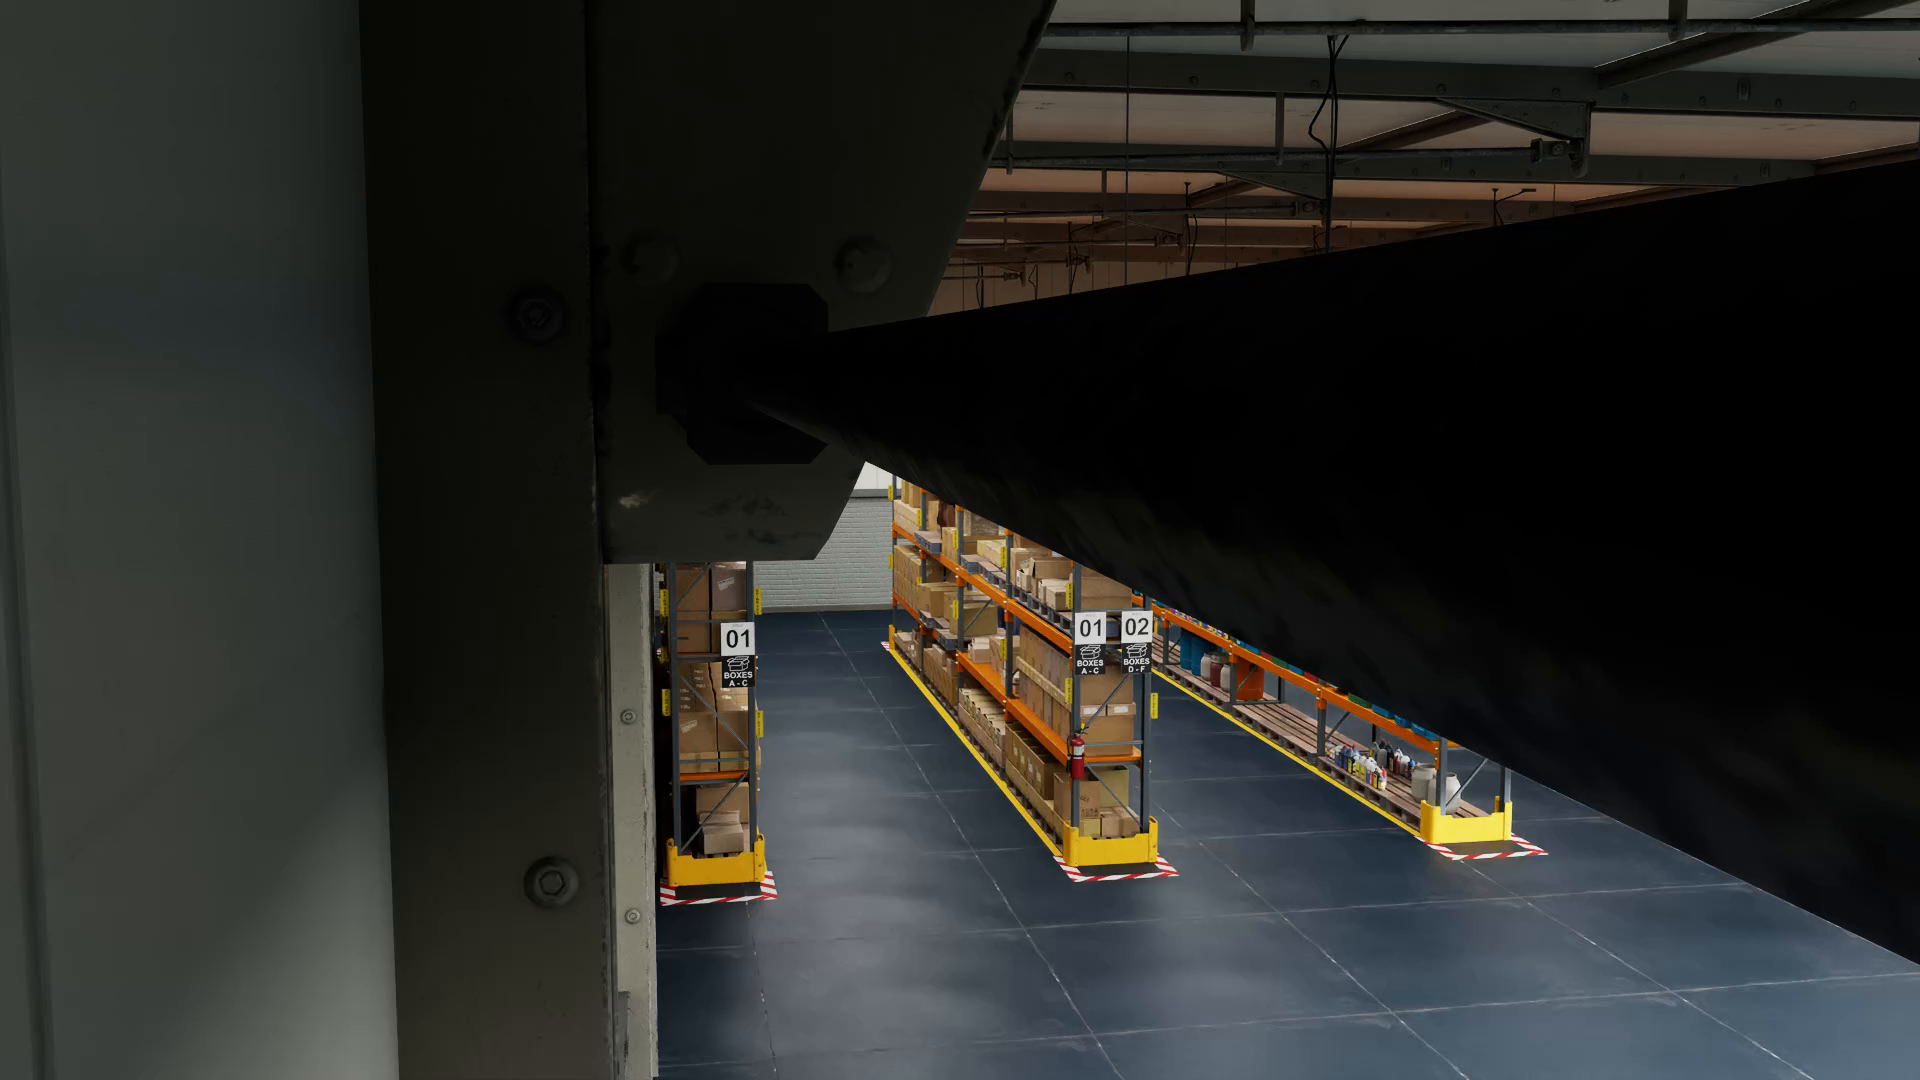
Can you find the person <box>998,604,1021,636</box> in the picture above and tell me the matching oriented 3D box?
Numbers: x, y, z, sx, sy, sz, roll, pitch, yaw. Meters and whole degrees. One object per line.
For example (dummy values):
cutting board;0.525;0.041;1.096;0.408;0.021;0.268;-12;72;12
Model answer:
person;1.066;1.657;35.832;0.581;1.679;0.903;-2;7;-21
